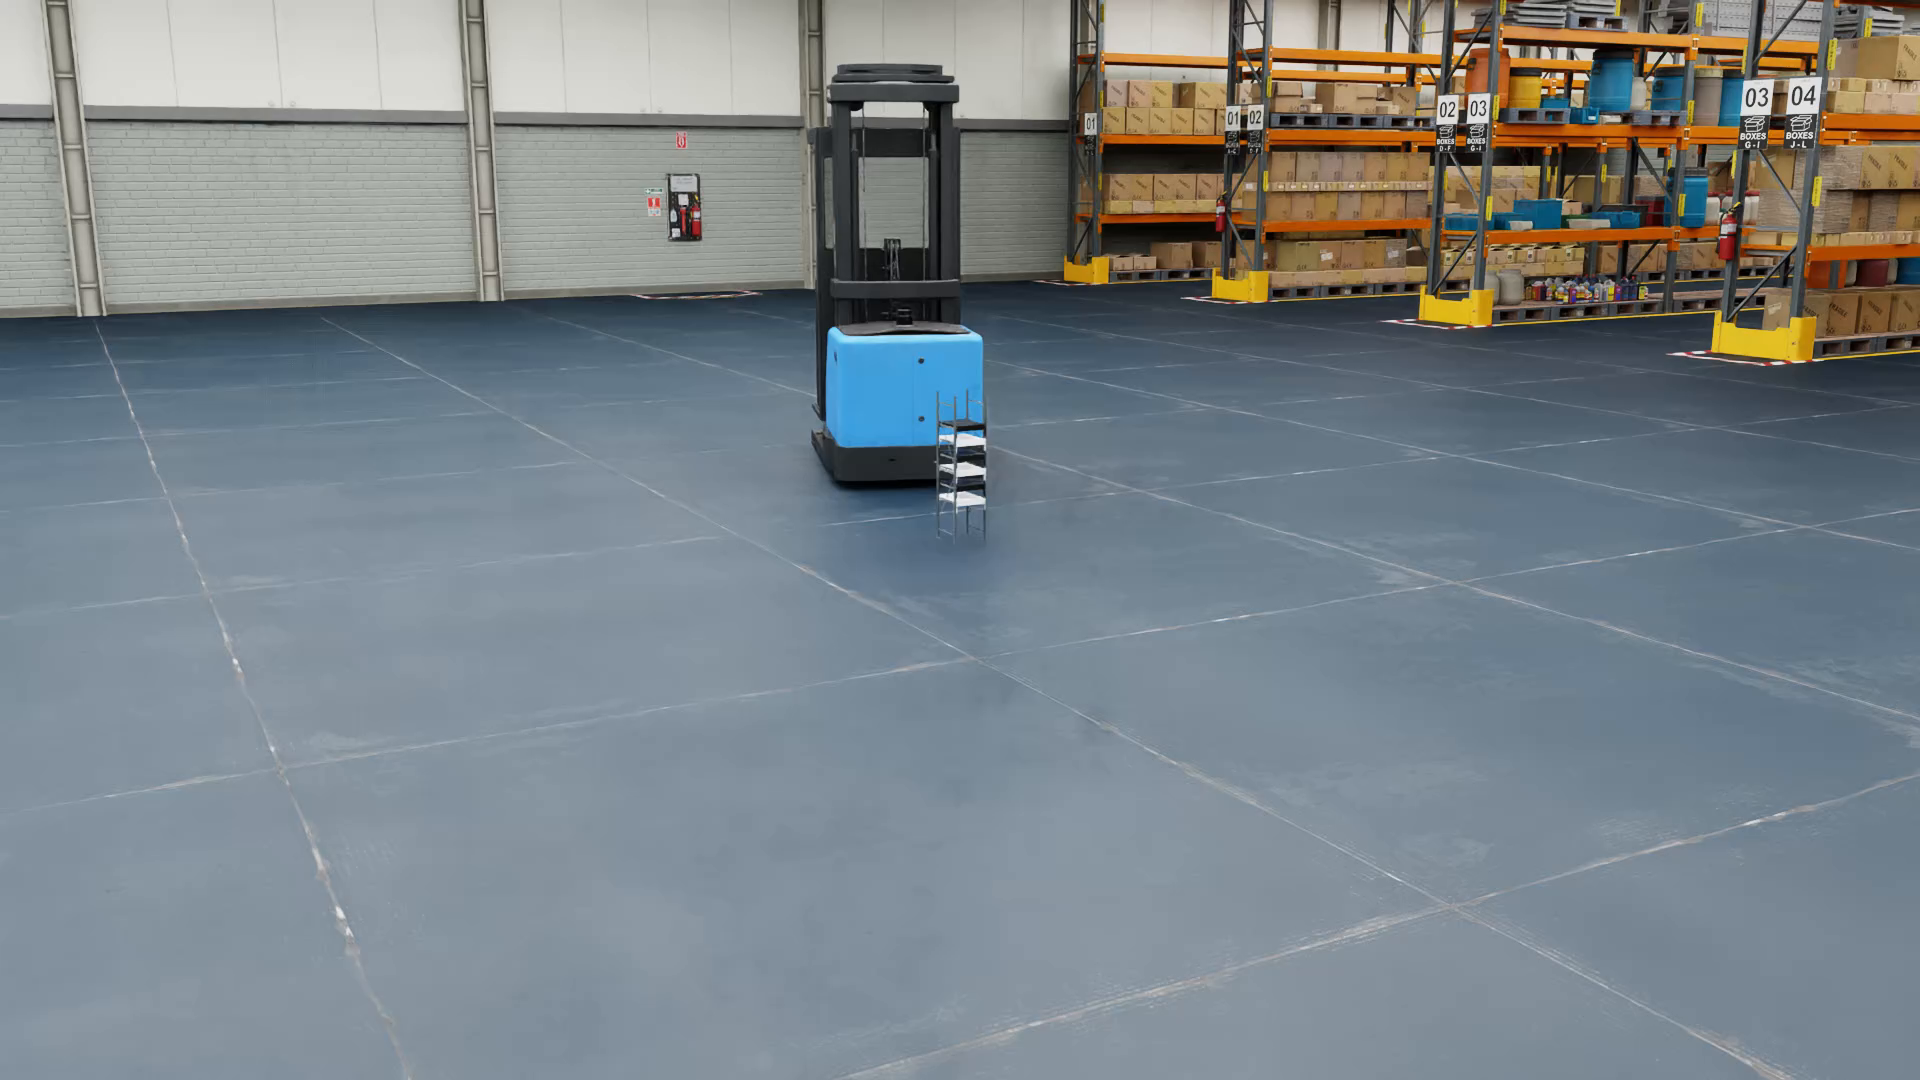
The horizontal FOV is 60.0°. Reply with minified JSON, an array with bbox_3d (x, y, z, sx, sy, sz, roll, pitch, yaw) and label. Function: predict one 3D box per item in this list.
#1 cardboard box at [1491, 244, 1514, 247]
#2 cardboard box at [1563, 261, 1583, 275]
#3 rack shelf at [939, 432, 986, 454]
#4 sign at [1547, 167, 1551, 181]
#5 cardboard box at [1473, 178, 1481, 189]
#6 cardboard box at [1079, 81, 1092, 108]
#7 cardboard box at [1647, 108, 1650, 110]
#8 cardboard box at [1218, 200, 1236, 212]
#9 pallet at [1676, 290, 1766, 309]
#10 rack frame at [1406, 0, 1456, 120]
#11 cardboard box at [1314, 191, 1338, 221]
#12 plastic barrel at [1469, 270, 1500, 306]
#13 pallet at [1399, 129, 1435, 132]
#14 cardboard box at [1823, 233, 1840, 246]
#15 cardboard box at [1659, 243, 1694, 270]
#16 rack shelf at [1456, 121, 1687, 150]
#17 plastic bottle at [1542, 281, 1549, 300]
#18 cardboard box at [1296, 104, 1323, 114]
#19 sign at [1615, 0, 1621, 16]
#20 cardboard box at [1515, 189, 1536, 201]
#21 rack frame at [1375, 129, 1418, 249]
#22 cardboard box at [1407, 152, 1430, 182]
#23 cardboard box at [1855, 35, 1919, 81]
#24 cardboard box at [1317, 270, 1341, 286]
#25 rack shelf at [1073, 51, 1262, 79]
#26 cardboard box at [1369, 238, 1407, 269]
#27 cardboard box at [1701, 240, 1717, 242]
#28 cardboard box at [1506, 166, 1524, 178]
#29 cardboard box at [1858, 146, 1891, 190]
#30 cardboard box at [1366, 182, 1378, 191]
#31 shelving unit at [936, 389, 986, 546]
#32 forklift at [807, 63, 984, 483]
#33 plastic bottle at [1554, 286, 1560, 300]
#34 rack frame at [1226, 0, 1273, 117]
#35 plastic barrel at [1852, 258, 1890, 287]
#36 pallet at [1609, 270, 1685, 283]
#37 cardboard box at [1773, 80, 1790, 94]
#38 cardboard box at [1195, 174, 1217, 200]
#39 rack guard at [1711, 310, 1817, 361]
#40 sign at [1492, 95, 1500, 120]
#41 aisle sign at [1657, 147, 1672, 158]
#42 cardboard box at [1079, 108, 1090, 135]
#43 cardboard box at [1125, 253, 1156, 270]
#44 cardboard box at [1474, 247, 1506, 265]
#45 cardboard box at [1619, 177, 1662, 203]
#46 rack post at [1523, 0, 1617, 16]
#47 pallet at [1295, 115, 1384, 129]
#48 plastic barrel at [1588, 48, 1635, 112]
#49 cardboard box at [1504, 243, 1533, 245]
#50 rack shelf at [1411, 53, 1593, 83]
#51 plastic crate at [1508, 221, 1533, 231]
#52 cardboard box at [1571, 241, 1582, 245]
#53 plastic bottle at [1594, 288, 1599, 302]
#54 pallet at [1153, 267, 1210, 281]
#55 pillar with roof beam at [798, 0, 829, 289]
[{"bbox_3d":[10.300,-5.444,31.497,0.500,0.311,0.500,-7,15,-29],"label":"cardboard box"},{"bbox_3d":[11.461,-5.177,31.587,0.500,0.250,0.500,-6,14,-27],"label":"cardboard box"},{"bbox_3d":[0.007,-0.583,9.982,0.200,0.077,0.258,-7,14,-28],"label":"rack shelf"},{"bbox_3d":[13.209,-8.214,37.317,0.005,0.325,0.100,-7,14,-28],"label":"sign"},{"bbox_3d":[11.332,-7.737,36.706,0.500,0.500,0.500,-6,14,-26],"label":"cardboard box"},{"bbox_3d":[2.661,-8.634,32.259,0.500,0.500,0.500,-6,14,-25],"label":"cardboard box"},{"bbox_3d":[13.077,-8.089,32.160,0.500,0.500,0.910,-7,14,-28],"label":"cardboard box"},{"bbox_3d":[5.207,-6.727,33.463,0.500,0.250,0.500,-7,14,-28],"label":"cardboard box"},{"bbox_3d":[12.408,-3.899,26.953,1.213,0.211,1.003,-7,14,-28],"label":"pallet"},{"bbox_3d":[8.295,-8.922,29.257,0.127,3.000,1.000,-7,14,-28],"label":"rack frame"},{"bbox_3d":[6.097,-5.777,28.719,0.500,0.500,0.700,-7,14,-27],"label":"cardboard box"},{"bbox_3d":[7.695,-3.694,24.403,0.421,0.512,0.421,0,13,0],"label":"plastic barrel"},{"bbox_3d":[9.969,-8.819,36.064,1.003,0.211,1.213,-6,14,-25],"label":"pallet"},{"bbox_3d":[10.121,-3.549,19.618,0.250,0.149,0.380,-7,14,-28],"label":"cardboard box"},{"bbox_3d":[14.143,-5.622,32.948,0.500,0.500,0.500,-7,14,-27],"label":"cardboard box"},{"bbox_3d":[8.910,-5.942,24.487,4.000,0.370,1.077,-7,14,-28],"label":"rack shelf"},{"bbox_3d":[8.912,-3.819,25.446,0.135,0.276,0.152,-7,15,-29],"label":"plastic bottle"},{"bbox_3d":[5.901,-7.278,28.082,0.250,0.149,0.380,-7,14,-28],"label":"cardboard box"},{"bbox_3d":[12.075,-9.769,30.533,0.005,0.325,0.100,-7,14,-28],"label":"sign"},{"bbox_3d":[10.341,-6.285,30.976,0.500,0.500,0.500,-8,15,-31],"label":"cardboard box"},{"bbox_3d":[9.429,-7.370,36.026,0.127,3.000,1.000,-7,14,-28],"label":"rack frame"},{"bbox_3d":[7.909,-6.629,29.550,0.500,0.500,0.700,-7,14,-28],"label":"cardboard box"},{"bbox_3d":[10.960,-5.670,19.596,0.500,0.500,0.500,-7,14,-28],"label":"cardboard box"},{"bbox_3d":[6.238,-4.557,28.832,0.500,0.250,0.500,-7,14,-28],"label":"cardboard box"},{"bbox_3d":[4.163,-9.313,32.642,4.000,0.370,1.077,-7,14,-28],"label":"rack shelf"},{"bbox_3d":[7.548,-5.083,29.462,0.500,0.500,0.500,-7,14,-28],"label":"cardboard box"},{"bbox_3d":[15.681,-5.946,34.391,0.500,0.500,0.500,-7,14,-28],"label":"cardboard box"},{"bbox_3d":[12.199,-8.210,37.099,0.500,0.250,0.500,-6,14,-27],"label":"cardboard box"},{"bbox_3d":[10.583,-4.403,19.659,0.500,0.500,0.500,-7,14,-28],"label":"cardboard box"},{"bbox_3d":[7.044,-6.157,28.931,0.250,0.149,0.380,-6,14,-26],"label":"cardboard box"},{"bbox_3d":[0.007,-0.440,10.014,0.210,0.900,0.258,-7,14,-28],"label":"shelving unit"},{"bbox_3d":[-0.582,-2.111,12.813,1.130,2.935,3.031,-2,13,-10],"label":"forklift"},{"bbox_3d":[9.152,-3.782,25.453,0.097,0.201,0.097,0,13,0],"label":"plastic bottle"},{"bbox_3d":[4.784,-8.501,27.387,0.127,3.000,1.000,-7,14,-28],"label":"rack frame"},{"bbox_3d":[15.589,-4.663,28.532,0.708,0.588,0.600,-7,14,-28],"label":"plastic barrel"},{"bbox_3d":[13.549,-5.254,32.975,1.213,0.211,1.003,-7,14,-28],"label":"pallet"},{"bbox_3d":[9.622,-5.339,19.602,0.250,0.149,0.380,-7,14,-28],"label":"cardboard box"},{"bbox_3d":[4.769,-7.038,33.138,0.500,0.500,0.500,-7,15,-29],"label":"cardboard box"},{"bbox_3d":[9.594,-2.453,19.871,0.348,0.500,1.175,-7,14,-28],"label":"rack guard"},{"bbox_3d":[7.414,-5.981,22.999,0.005,0.325,0.100,-7,14,-28],"label":"sign"},{"bbox_3d":[16.658,-9.430,39.257,0.004,0.787,0.394,-7,14,-28],"label":"aisle sign"},{"bbox_3d":[2.652,-8.143,32.356,0.500,0.500,0.500,-6,14,-24],"label":"cardboard box"},{"bbox_3d":[3.558,-5.547,33.046,0.500,0.311,0.500,-6,14,-23],"label":"cardboard box"},{"bbox_3d":[9.673,-5.234,30.562,0.500,0.311,0.500,-7,15,-30],"label":"cardboard box"},{"bbox_3d":[13.199,-6.817,32.383,0.500,0.500,0.700,-4,13,-17],"label":"cardboard box"},{"bbox_3d":[8.840,-7.719,24.085,0.954,0.300,0.937,-7,15,-29],"label":"rack post"},{"bbox_3d":[6.489,-7.193,28.609,1.213,0.211,1.003,-7,14,-28],"label":"pallet"},{"bbox_3d":[9.740,-6.869,24.868,0.708,0.901,0.600,-7,14,-28],"label":"plastic barrel"},{"bbox_3d":[12.432,-6.854,37.670,0.750,0.750,0.750,-7,14,-27],"label":"cardboard box"},{"bbox_3d":[10.051,-8.586,30.315,4.000,0.370,1.077,-7,14,-28],"label":"rack shelf"},{"bbox_3d":[8.094,-4.523,23.974,0.250,0.136,0.298,-7,14,-28],"label":"plastic crate"},{"bbox_3d":[14.088,-6.887,38.618,0.500,0.500,0.700,-7,14,-28],"label":"cardboard box"},{"bbox_3d":[9.551,-3.678,24.992,0.097,0.201,0.097,0,13,0],"label":"plastic bottle"},{"bbox_3d":[4.274,-5.382,33.544,1.213,0.211,1.003,-7,14,-28],"label":"pallet"},{"bbox_3d":[-0.596,-8.235,26.204,0.400,9.000,9.100,-7,14,-28],"label":"pillar with roof beam"}]
